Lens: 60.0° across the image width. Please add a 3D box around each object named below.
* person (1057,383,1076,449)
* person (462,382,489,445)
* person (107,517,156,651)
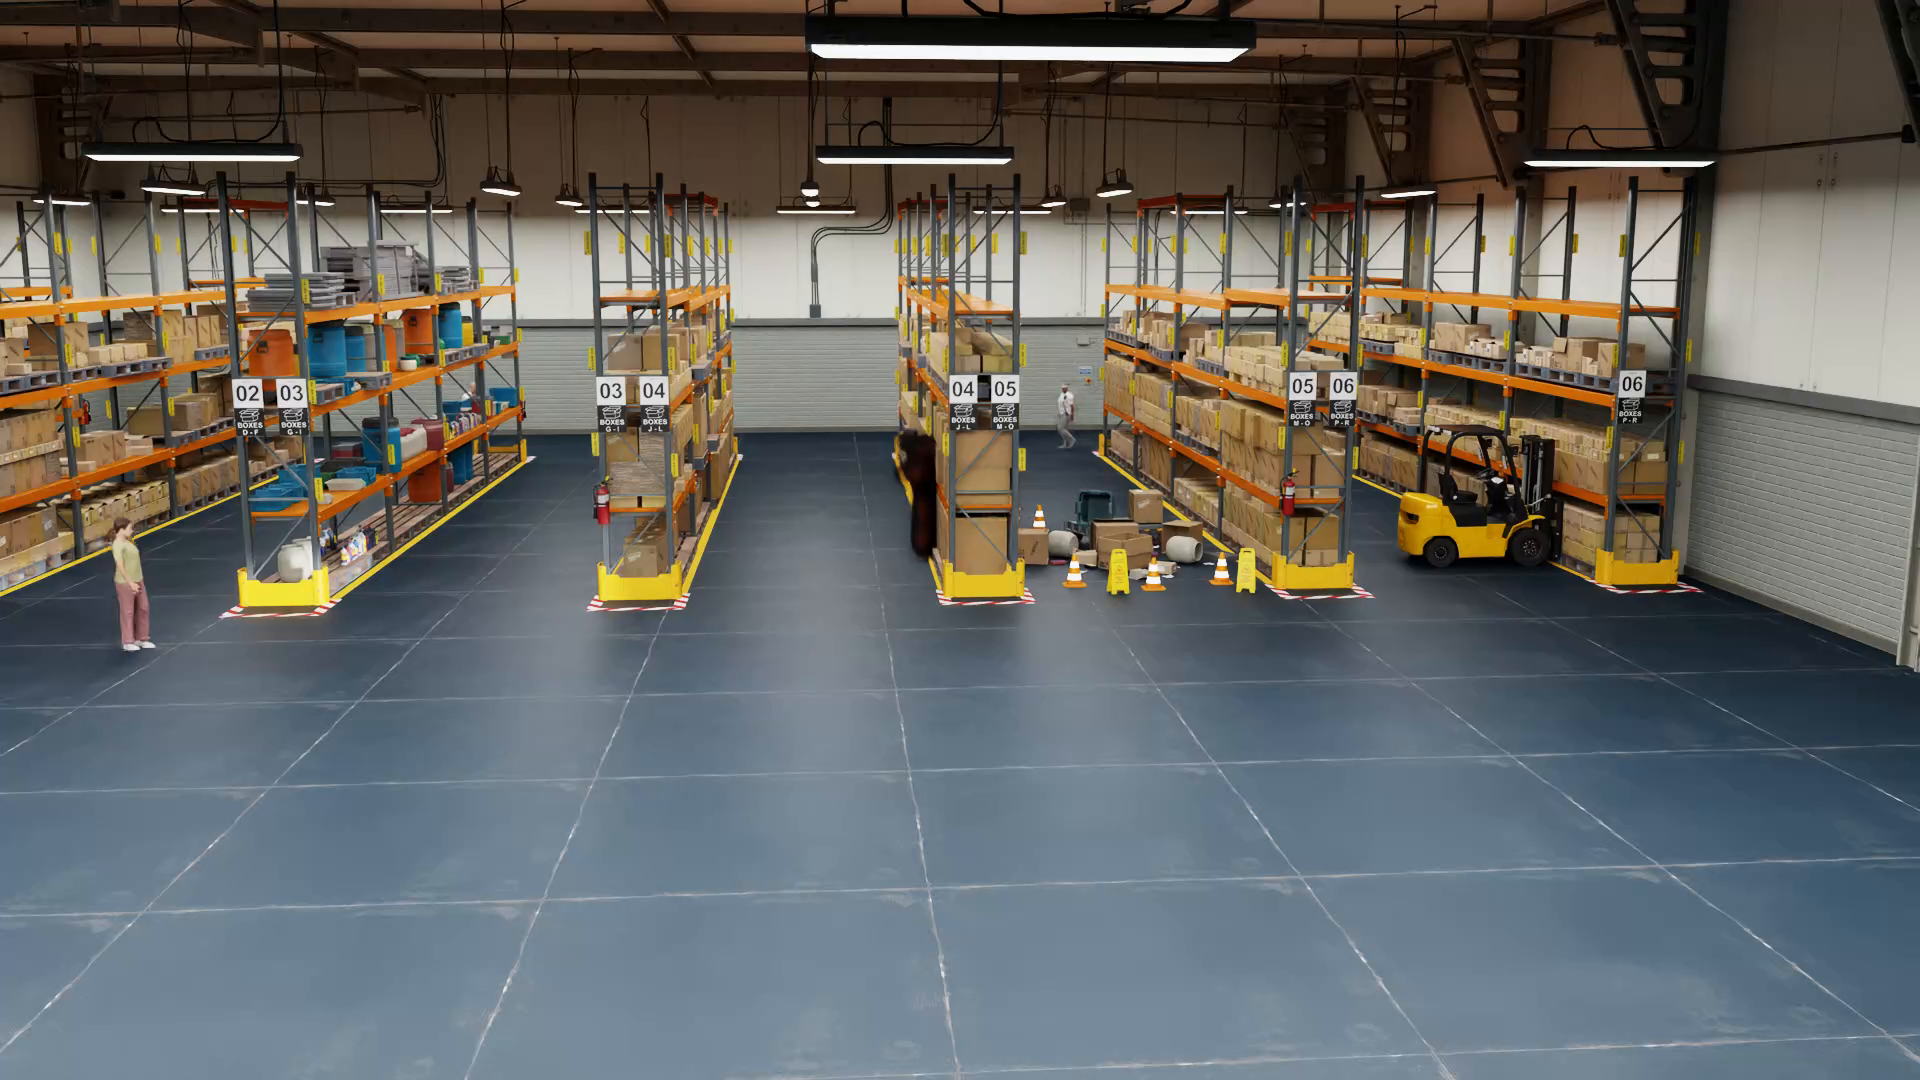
[{"bbox_3d":[2.629,-3.092,41.317,0.470,1.661,0.425,-1,10,-8],"label":"person"},{"bbox_3d":[-11.878,-2.985,40.564,0.677,1.727,1.160,1,10,5],"label":"person"},{"bbox_3d":[-10.393,0.564,20.782,0.570,1.714,0.482,2,10,11],"label":"person"}]
